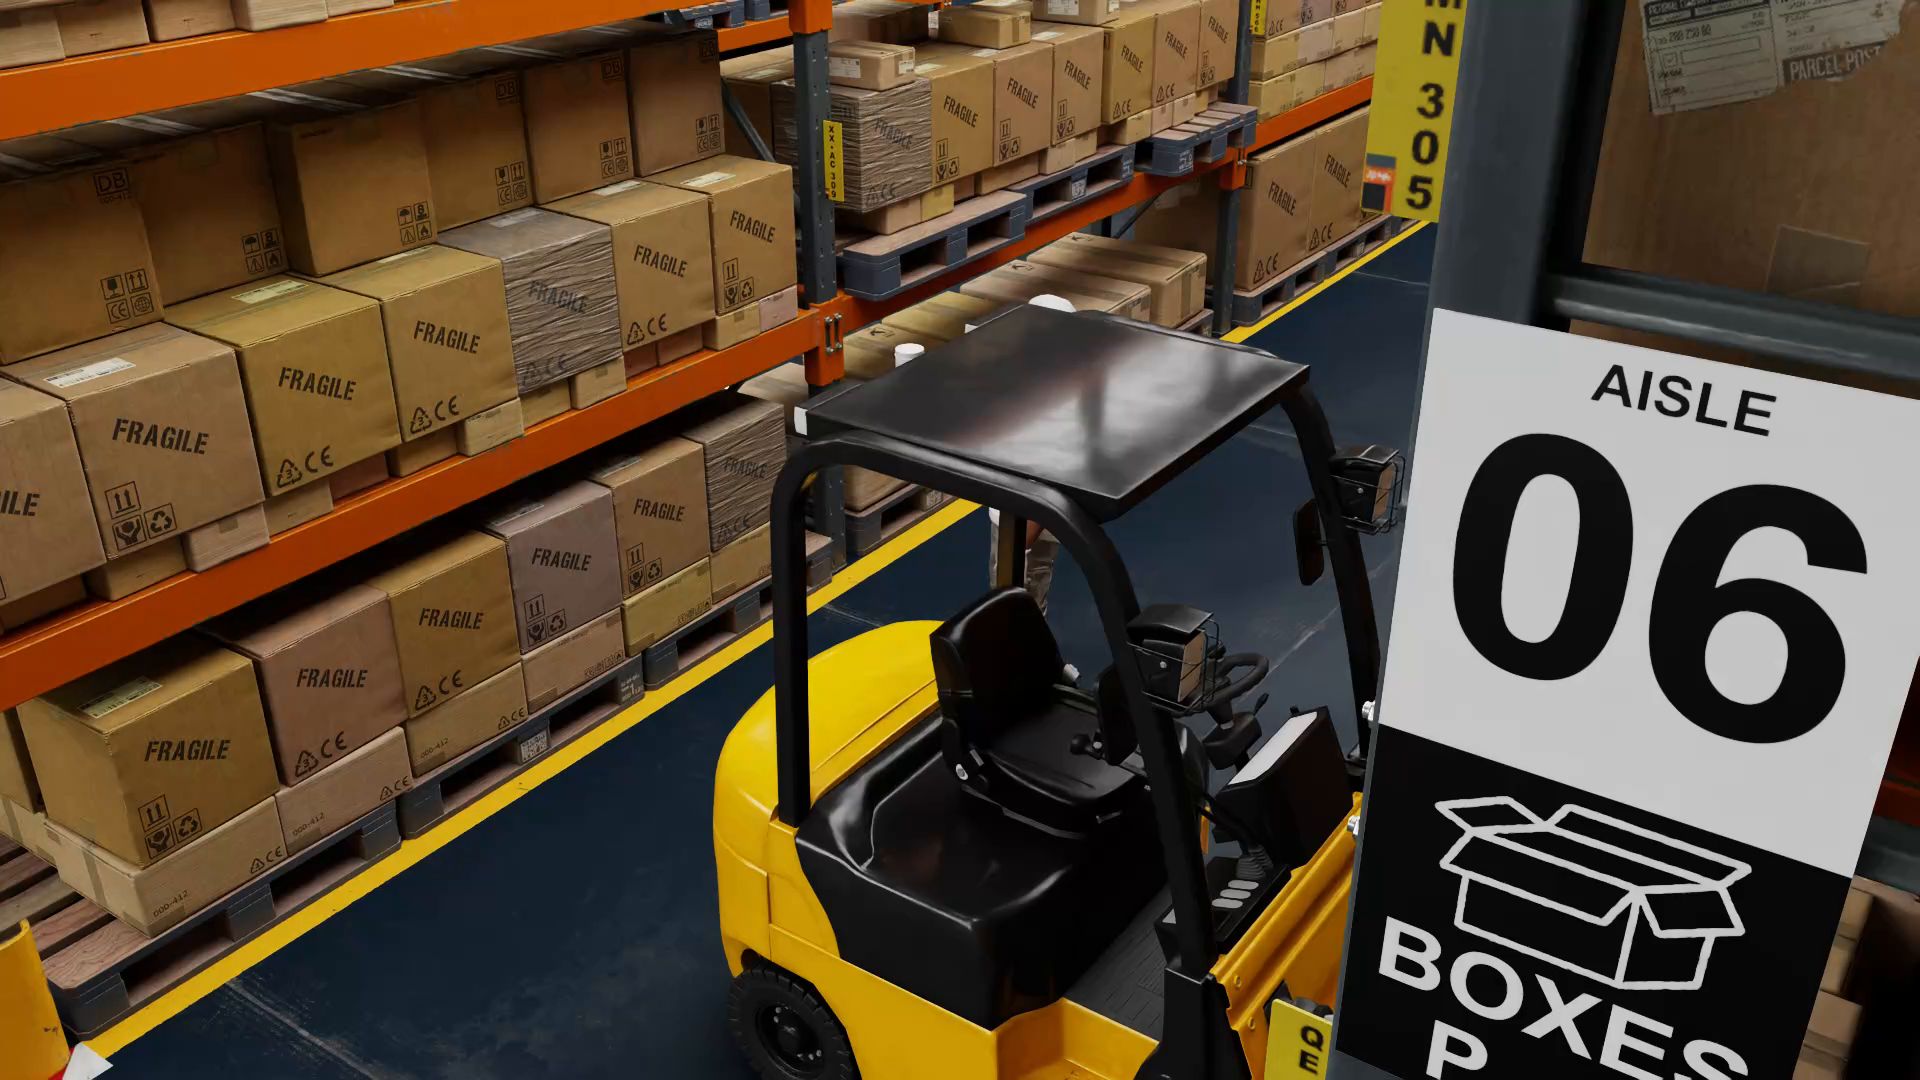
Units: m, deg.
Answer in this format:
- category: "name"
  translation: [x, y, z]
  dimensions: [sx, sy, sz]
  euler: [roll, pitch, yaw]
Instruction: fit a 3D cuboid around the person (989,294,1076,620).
- category: "person"
  translation: [0.183, -0.080, 6.237]
  dimensions: [0.577, 1.777, 0.656]
  euler: [1, 27, 3]
